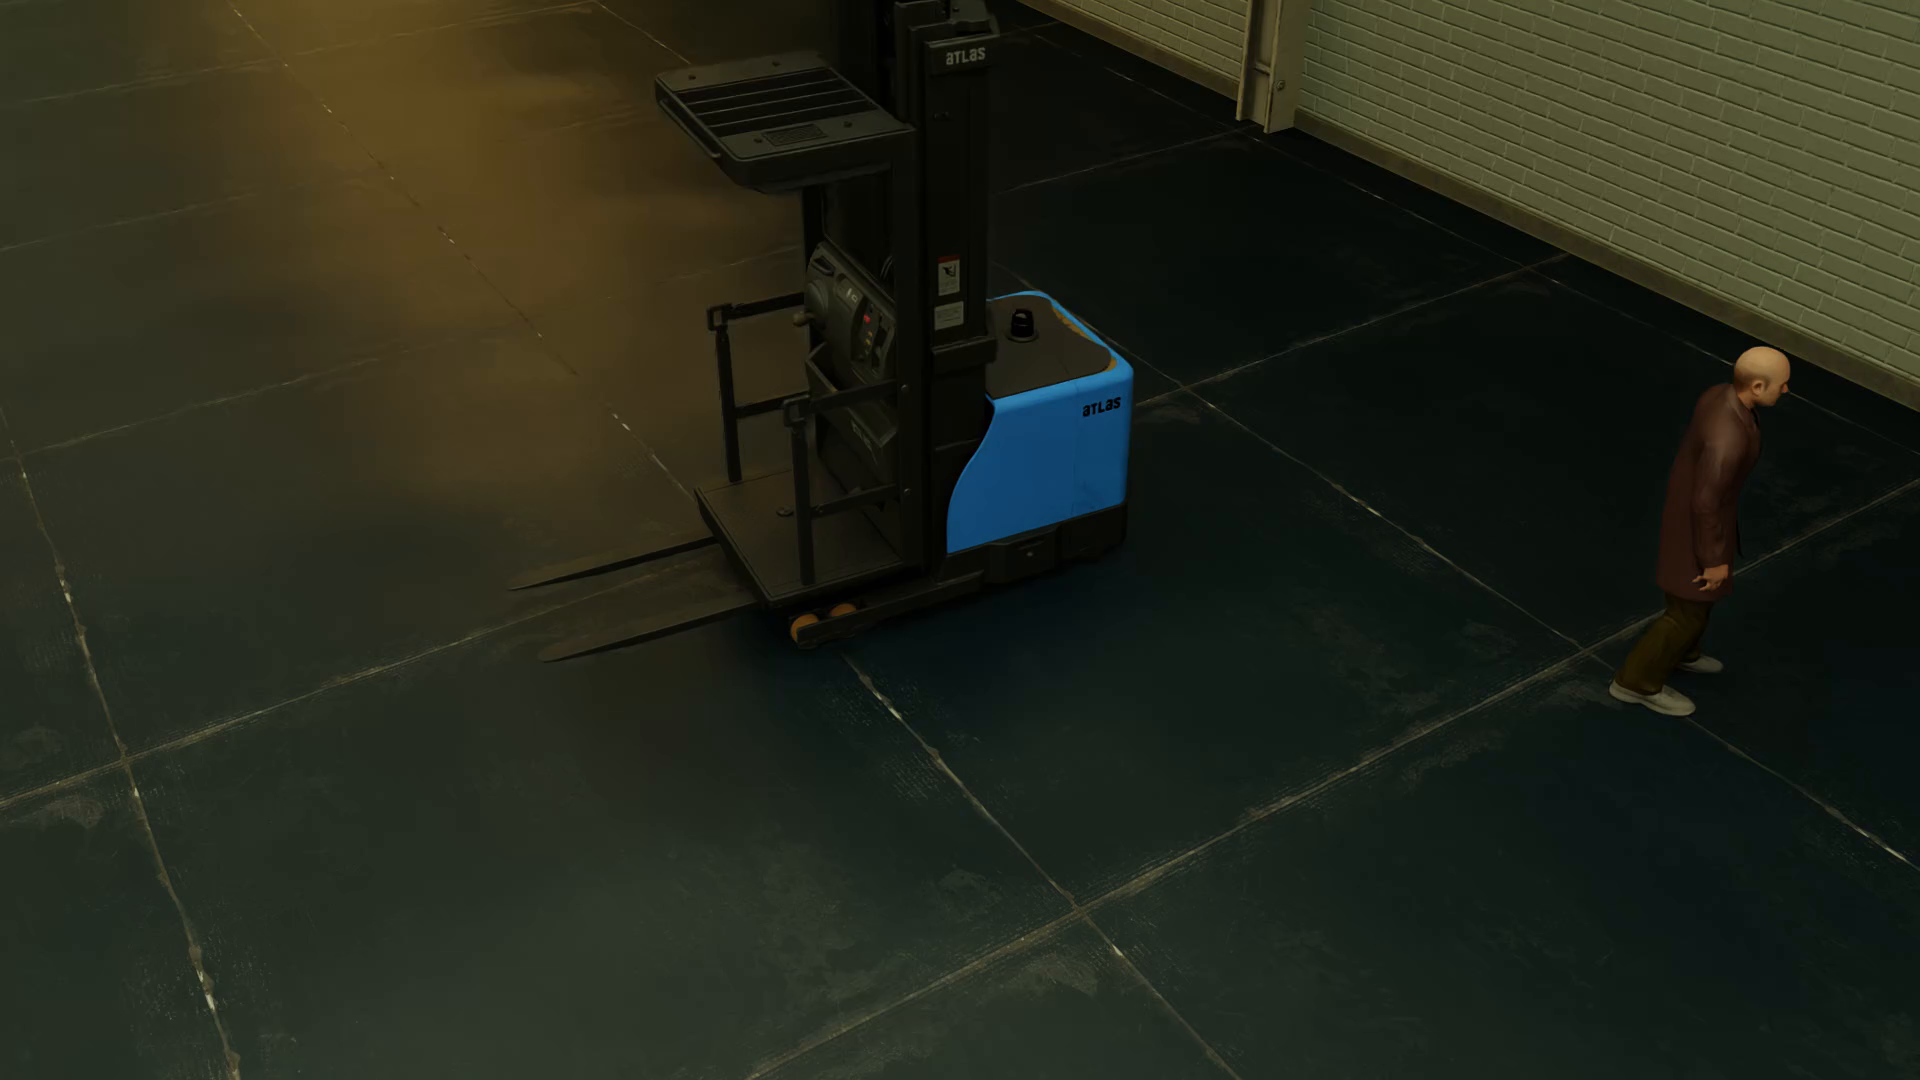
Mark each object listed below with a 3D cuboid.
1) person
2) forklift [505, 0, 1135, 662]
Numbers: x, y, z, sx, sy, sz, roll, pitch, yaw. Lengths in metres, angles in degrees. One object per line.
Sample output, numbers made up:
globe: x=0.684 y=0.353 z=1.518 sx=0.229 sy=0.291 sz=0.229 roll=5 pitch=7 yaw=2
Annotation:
person: x=3.275 y=-0.028 z=7.218 sx=0.492 sy=1.791 sz=0.660 roll=13 pitch=37 yaw=18
forklift: x=-0.692 y=-1.024 z=7.605 sx=3.031 sy=2.935 sz=1.130 roll=-16 pitch=38 yaw=-21
